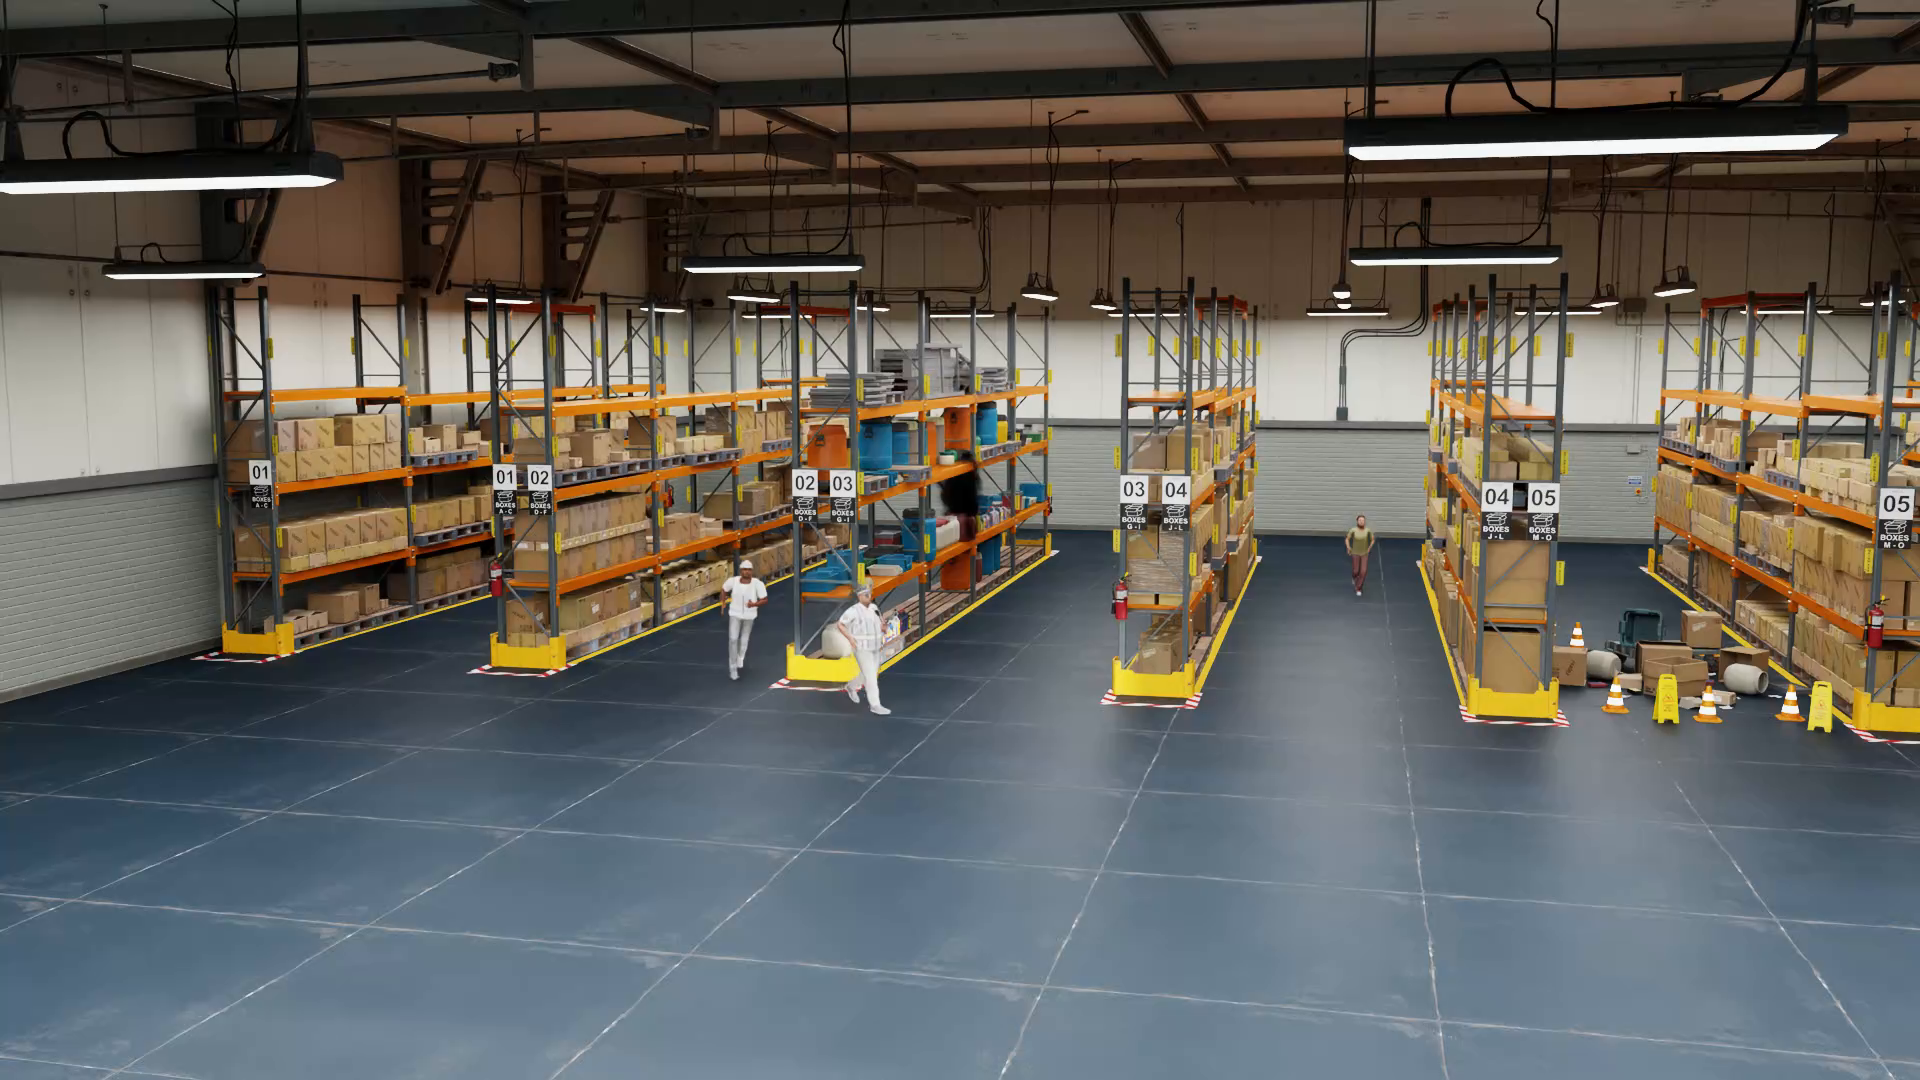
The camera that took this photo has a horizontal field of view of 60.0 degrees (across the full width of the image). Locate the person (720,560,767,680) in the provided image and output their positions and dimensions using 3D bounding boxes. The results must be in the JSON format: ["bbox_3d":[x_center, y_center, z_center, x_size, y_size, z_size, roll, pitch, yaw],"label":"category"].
[{"bbox_3d":[-3.329,1.202,25.634,0.714,1.804,0.894,-1,7,-9],"label":"person"}]

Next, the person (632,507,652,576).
[{"bbox_3d":[-7.180,-0.120,36.993,0.709,1.758,0.948,0,7,2],"label":"person"}]

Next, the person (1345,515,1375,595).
[{"bbox_3d":[8.203,0.301,34.097,0.596,1.625,0.567,1,7,7],"label":"person"}]

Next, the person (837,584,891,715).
[{"bbox_3d":[-1.295,1.476,22.947,0.960,1.758,0.669,6,9,40],"label":"person"}]
